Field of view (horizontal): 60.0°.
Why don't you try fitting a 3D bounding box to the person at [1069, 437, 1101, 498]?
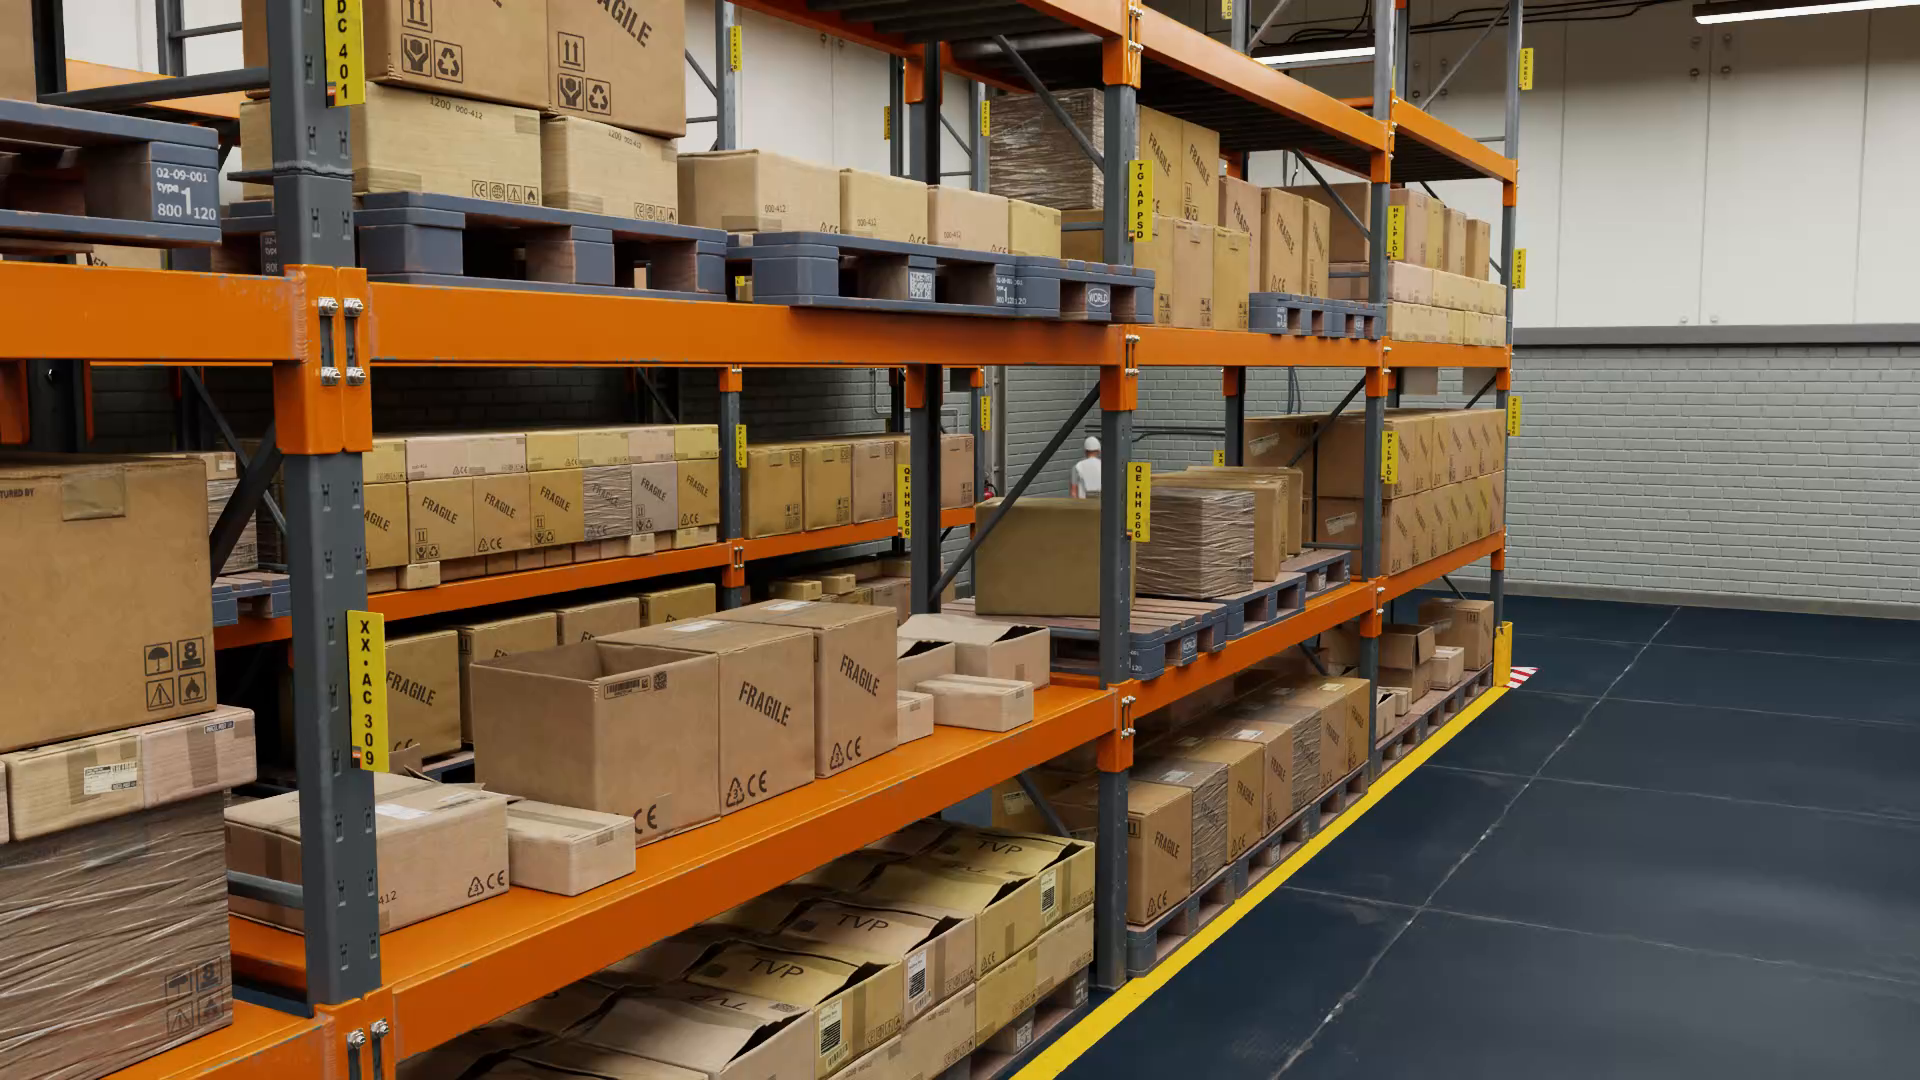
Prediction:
[{"bbox_3d":[1.613,-0.359,20.134,0.582,1.783,0.454,0,6,3],"label":"person"}]
